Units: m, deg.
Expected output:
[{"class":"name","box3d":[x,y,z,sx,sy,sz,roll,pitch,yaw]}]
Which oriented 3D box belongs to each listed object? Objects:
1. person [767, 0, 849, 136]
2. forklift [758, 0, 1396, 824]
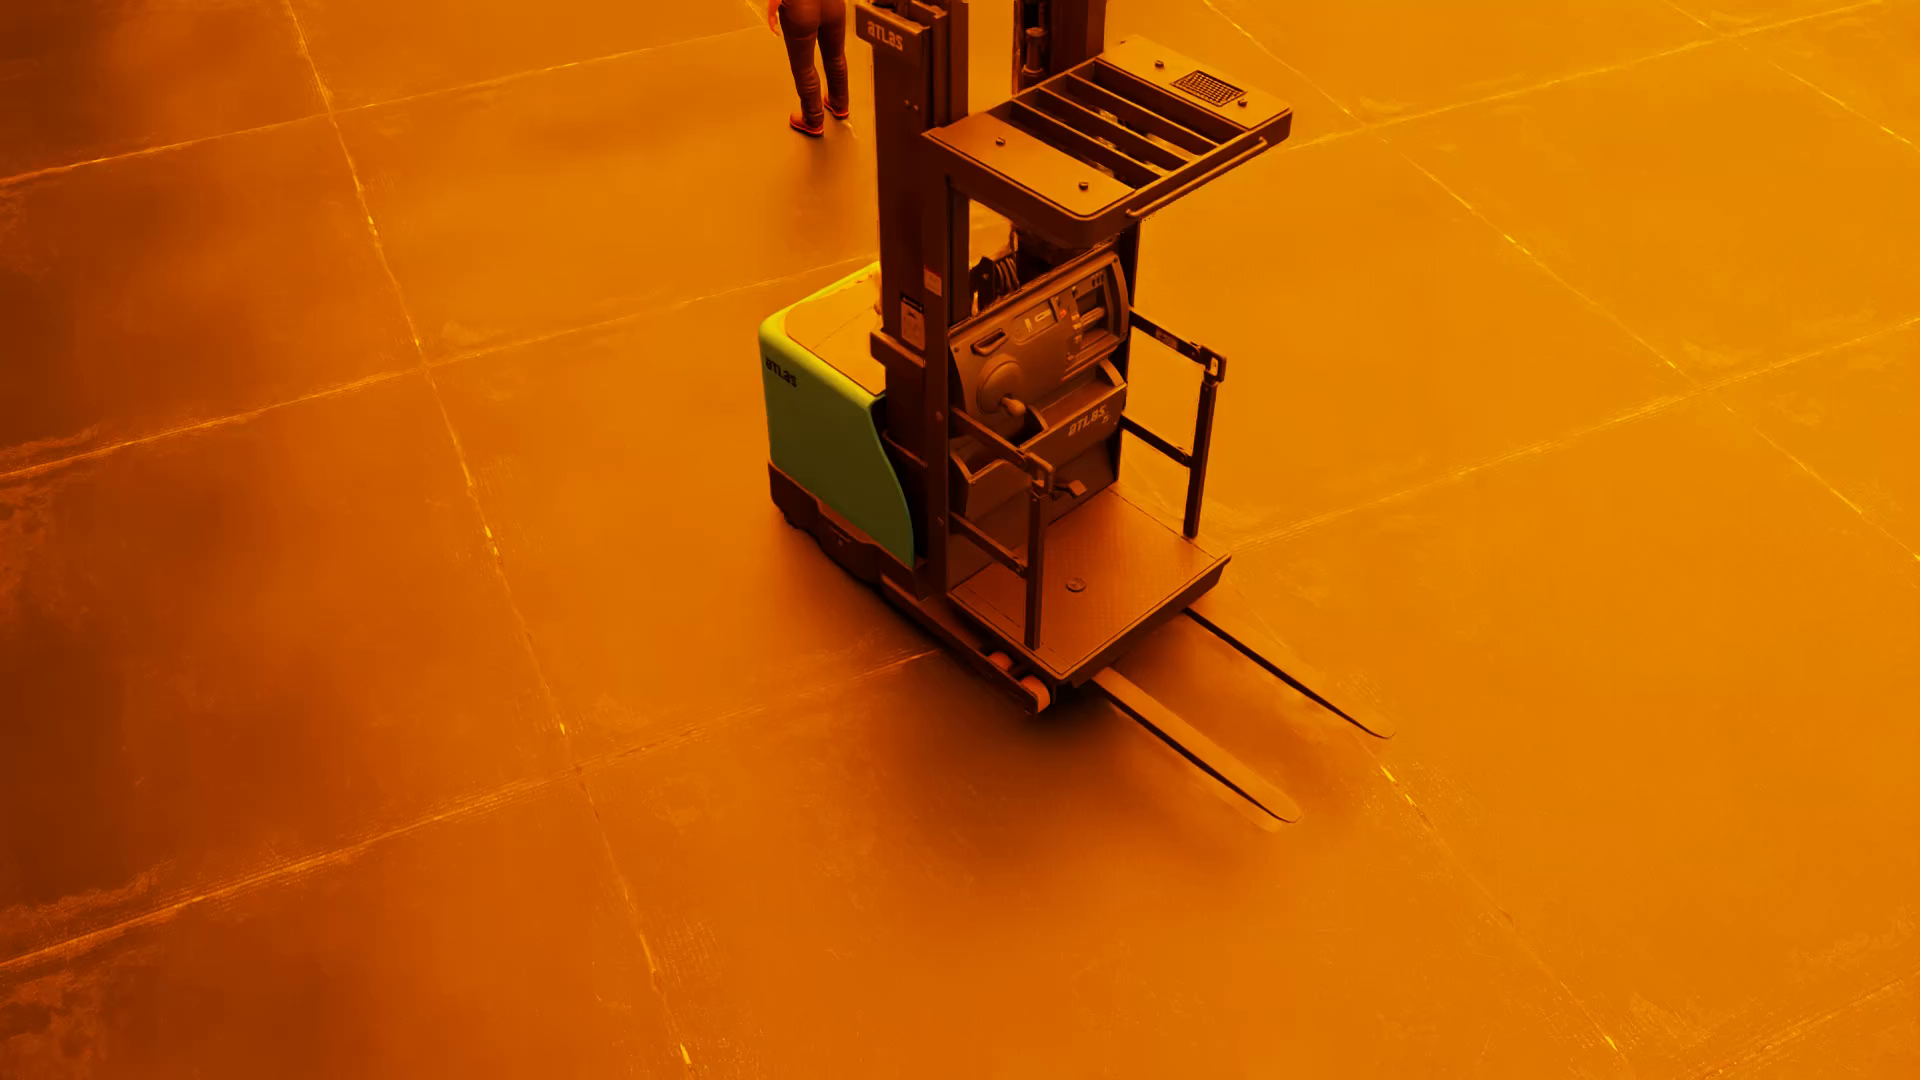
[{"class":"person","box3d":[-0.932,-3.269,10.113,0.598,1.651,0.502,-24,48,-24]},{"class":"forklift","box3d":[0.472,-0.734,6.467,1.130,2.935,3.031,-33,52,-30]}]
